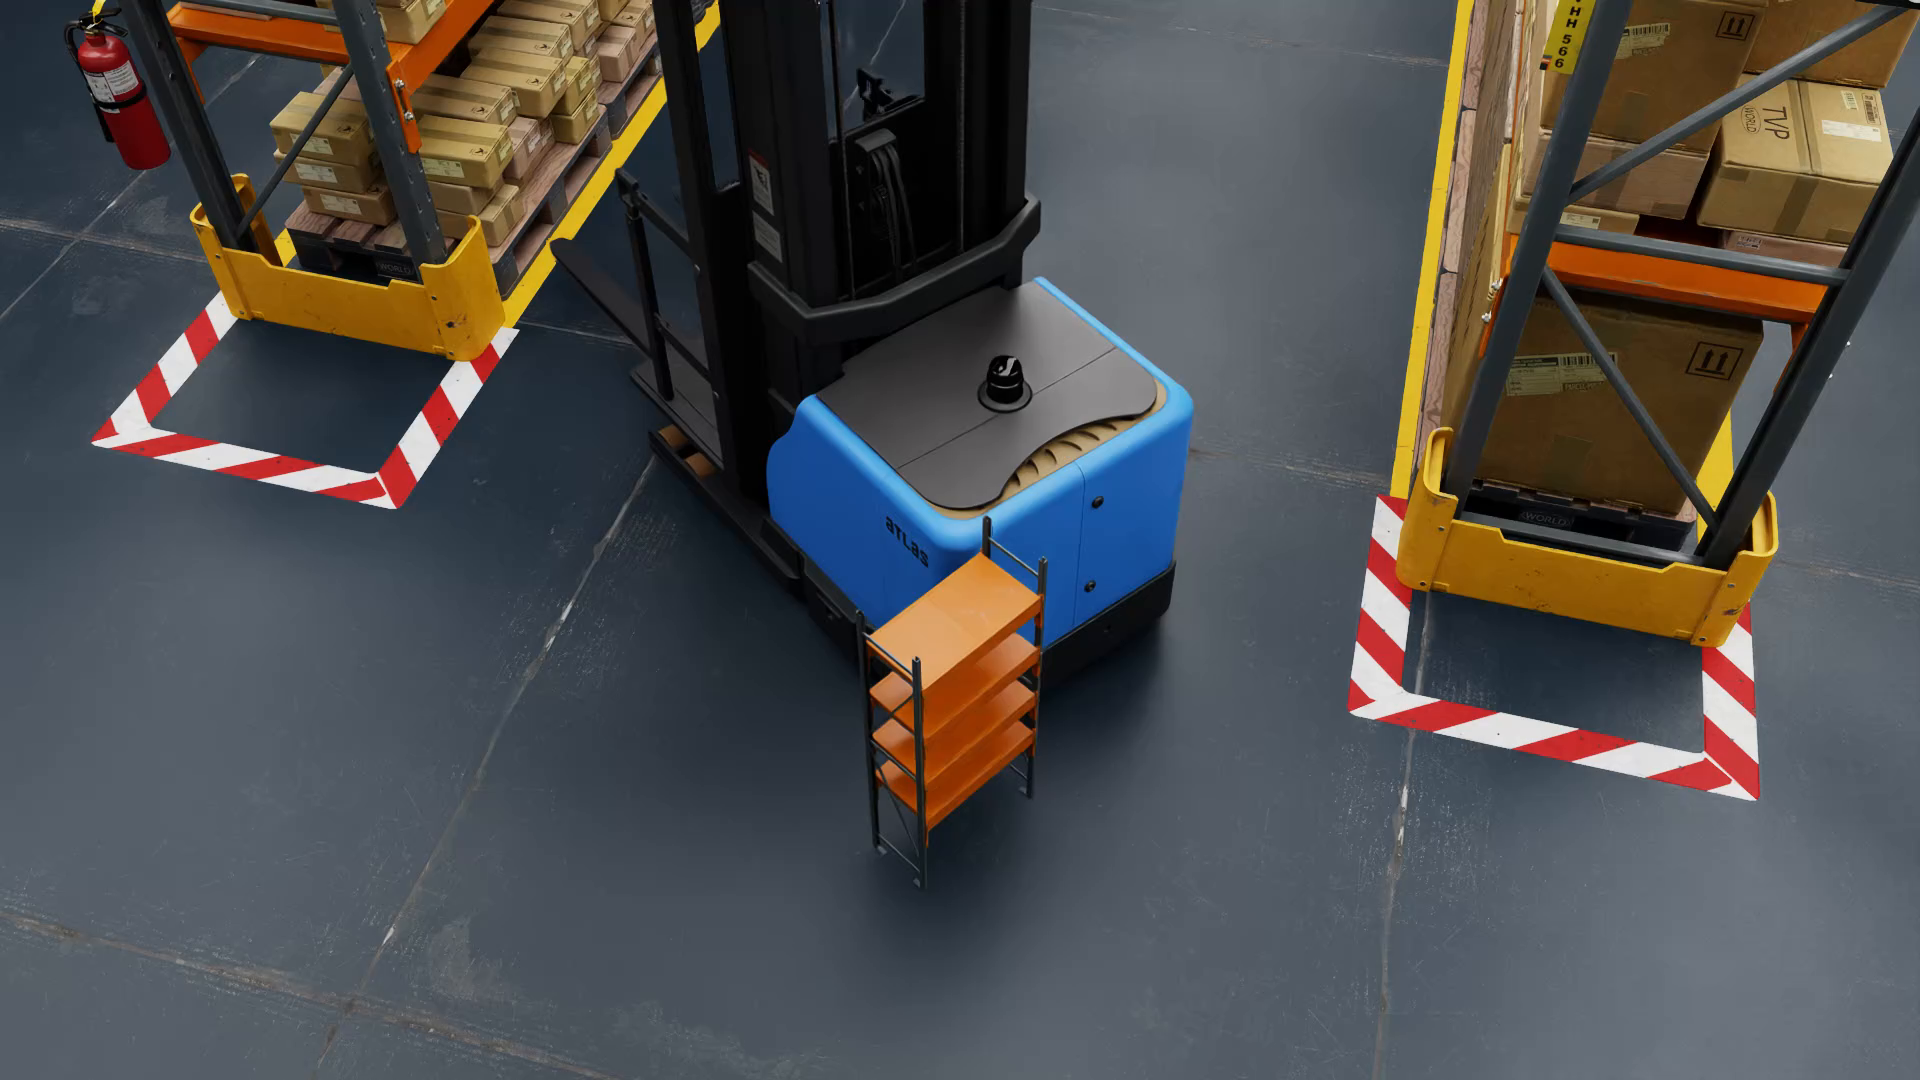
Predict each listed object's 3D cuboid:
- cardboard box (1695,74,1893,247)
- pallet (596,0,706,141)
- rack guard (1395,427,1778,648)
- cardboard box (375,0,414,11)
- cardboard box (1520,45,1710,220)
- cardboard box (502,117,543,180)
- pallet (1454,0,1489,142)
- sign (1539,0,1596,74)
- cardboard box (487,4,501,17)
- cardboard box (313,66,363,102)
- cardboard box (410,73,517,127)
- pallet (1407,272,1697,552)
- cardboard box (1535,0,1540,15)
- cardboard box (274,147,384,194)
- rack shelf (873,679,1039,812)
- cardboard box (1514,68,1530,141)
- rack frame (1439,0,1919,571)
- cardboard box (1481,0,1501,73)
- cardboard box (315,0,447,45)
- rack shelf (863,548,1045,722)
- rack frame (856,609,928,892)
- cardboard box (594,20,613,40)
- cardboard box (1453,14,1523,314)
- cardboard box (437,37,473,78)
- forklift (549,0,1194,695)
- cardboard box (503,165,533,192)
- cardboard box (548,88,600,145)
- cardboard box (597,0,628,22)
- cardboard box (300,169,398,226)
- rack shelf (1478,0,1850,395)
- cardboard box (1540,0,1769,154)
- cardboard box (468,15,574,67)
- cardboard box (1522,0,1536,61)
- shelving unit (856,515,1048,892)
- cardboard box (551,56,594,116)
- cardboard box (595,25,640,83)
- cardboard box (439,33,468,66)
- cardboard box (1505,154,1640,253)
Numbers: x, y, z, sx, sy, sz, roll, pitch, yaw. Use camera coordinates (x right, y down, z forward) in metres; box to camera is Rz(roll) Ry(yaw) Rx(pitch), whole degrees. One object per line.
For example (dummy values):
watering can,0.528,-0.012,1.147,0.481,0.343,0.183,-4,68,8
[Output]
cardboard box,2.595,-1.196,5.207,0.500,0.250,0.500,10,49,9
pallet,-1.959,-2.498,8.314,1.003,0.211,1.213,12,50,10
rack guard,2.202,-0.009,5.925,1.175,0.500,0.348,12,50,10
cardboard box,-2.165,-2.307,6.020,0.500,0.500,0.500,14,50,12
cardboard box,2.080,-1.305,5.303,0.500,0.250,0.500,11,49,9
cardboard box,-2.038,-1.715,7.186,0.380,0.149,0.250,11,50,10
pallet,2.986,-2.290,8.130,1.003,0.211,1.213,12,50,10
sign,1.689,-1.432,4.583,0.100,0.325,0.005,12,50,10
cardboard box,-2.342,-2.573,7.943,0.380,0.149,0.250,14,50,12
cardboard box,-2.533,-1.901,7.152,0.380,0.149,0.250,12,50,11
cardboard box,-2.128,-1.833,7.092,0.380,0.149,0.250,12,50,11
pallet,2.344,-0.525,6.572,1.003,0.211,1.213,12,50,10
cardboard box,2.348,-2.040,5.952,0.500,0.250,0.500,10,49,9
cardboard box,-2.686,-1.638,7.118,0.380,0.149,0.250,10,49,9
rack shelf,-0.019,0.567,5.039,0.480,0.148,0.258,-37,58,-28
cardboard box,2.119,-1.464,5.709,0.380,0.149,0.250,12,50,10
rack frame,2.209,-0.854,5.003,1.000,3.000,0.127,12,50,10
cardboard box,3.011,-2.721,7.788,0.875,0.875,0.875,12,50,10
cardboard box,-2.148,-1.992,6.175,0.380,0.149,0.250,11,50,10
rack shelf,-0.019,0.262,4.694,0.480,0.148,0.258,-37,58,-28
rack frame,-0.192,0.651,4.875,0.015,1.200,0.240,-37,58,-28
cardboard box,-1.877,-2.488,7.869,0.380,0.149,0.250,14,50,12
cardboard box,2.539,-1.426,6.645,0.875,0.875,0.875,12,50,10
cardboard box,-2.381,-2.188,7.603,0.380,0.149,0.250,11,49,10
forklift,-0.551,-1.350,5.486,1.130,2.935,3.031,-31,55,-24
cardboard box,-2.113,-1.622,7.303,0.380,0.149,0.250,11,50,10
cardboard box,-1.881,-1.967,7.606,0.380,0.149,0.250,12,50,10
cardboard box,-1.757,-2.566,7.738,0.380,0.149,0.250,12,50,11
cardboard box,-2.613,-1.523,7.215,0.380,0.149,0.250,12,50,11
rack shelf,2.735,-2.062,6.549,1.077,0.370,4.000,12,50,10
cardboard box,2.083,-1.555,5.023,0.500,0.500,0.500,12,50,10
cardboard box,-1.952,-2.186,7.403,0.380,0.149,0.250,9,49,8
cardboard box,2.252,-1.832,6.034,0.380,0.149,0.250,11,49,9
shelving unit,-0.019,0.522,4.989,0.503,1.200,0.258,-37,58,-28
cardboard box,-1.886,-2.073,7.502,0.380,0.149,0.250,13,50,11
cardboard box,-1.757,-2.333,7.930,0.380,0.149,0.250,9,49,8
cardboard box,-2.459,-2.288,7.494,0.380,0.149,0.250,10,49,9
cardboard box,1.985,-1.093,5.382,0.380,0.149,0.250,12,50,11
